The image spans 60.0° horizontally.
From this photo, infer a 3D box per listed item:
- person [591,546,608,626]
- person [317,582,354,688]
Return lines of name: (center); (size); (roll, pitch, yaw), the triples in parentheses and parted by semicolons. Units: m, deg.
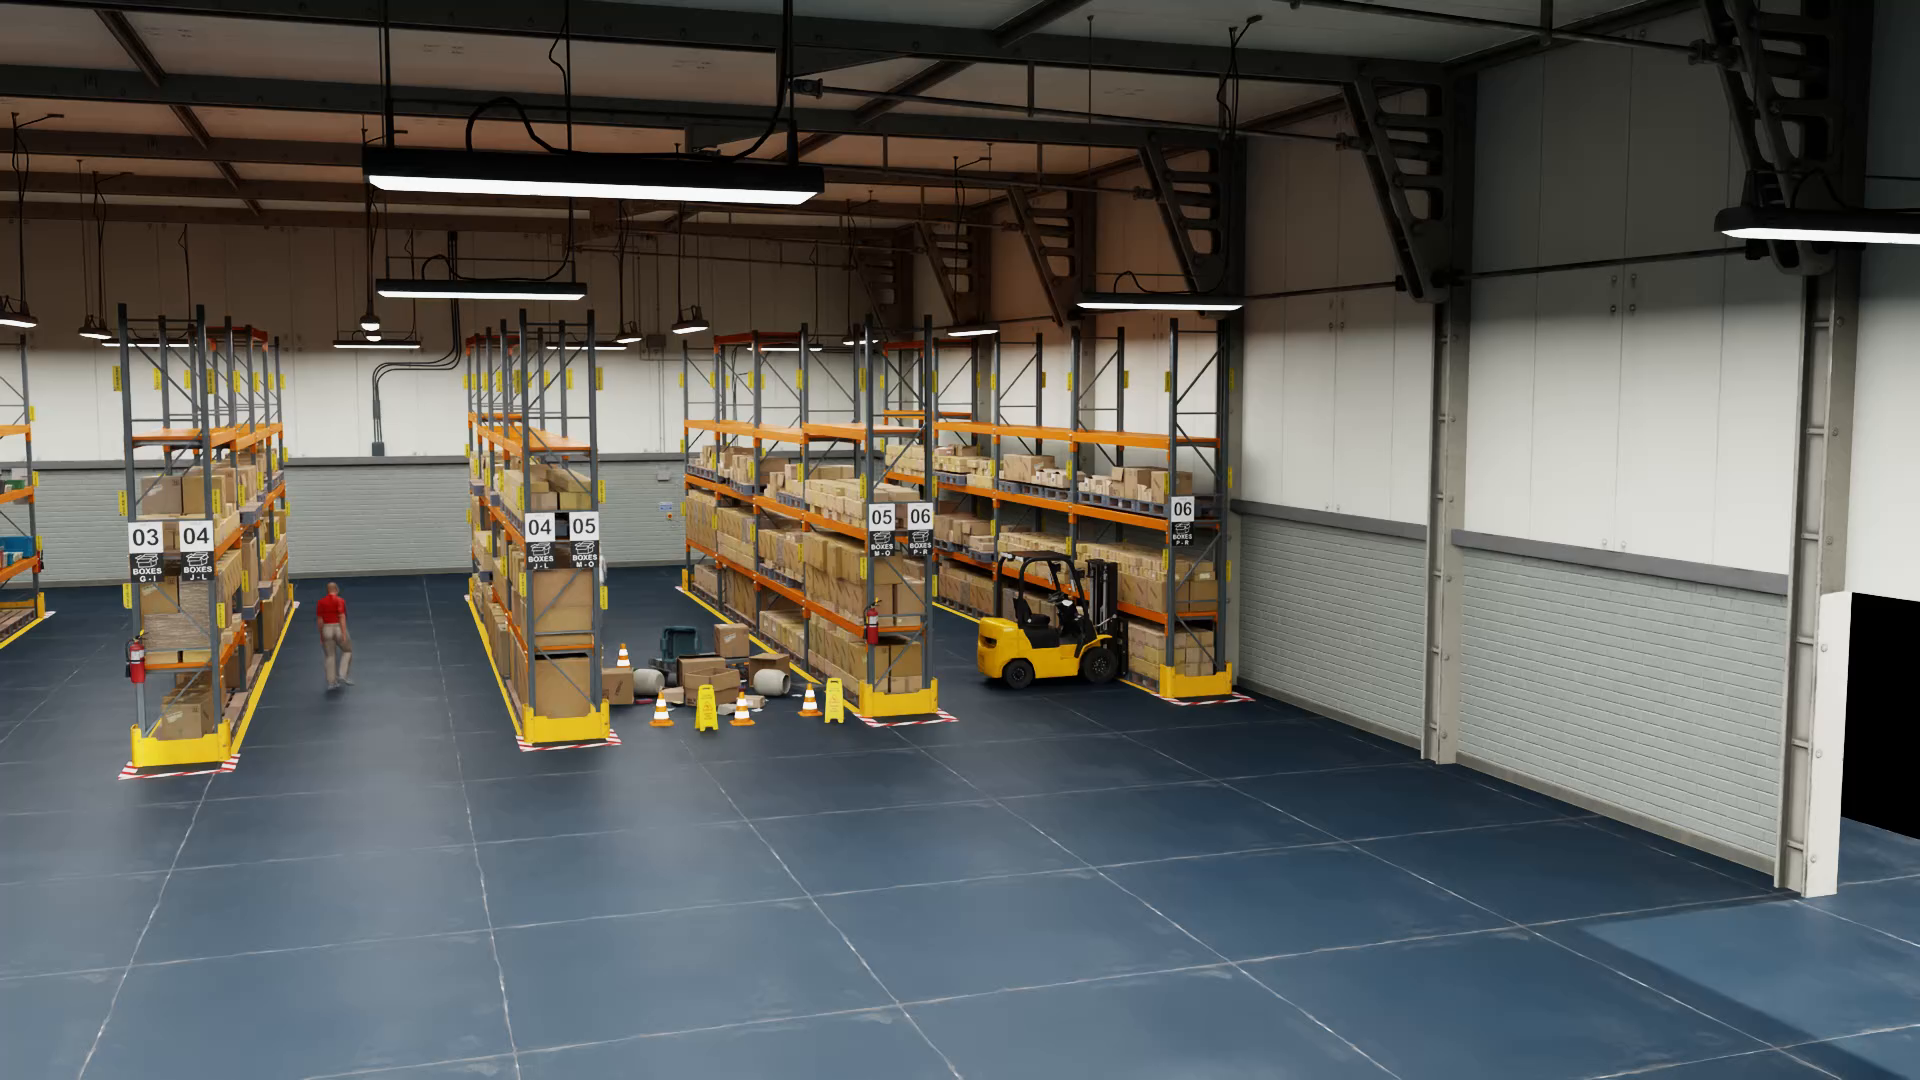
person: (-7.541, 0.892, 34.211); (0.592, 1.747, 0.684); (-2, 6, -16)
person: (-10.272, 1.561, 27.270); (0.563, 1.728, 0.526); (0, 5, -5)
